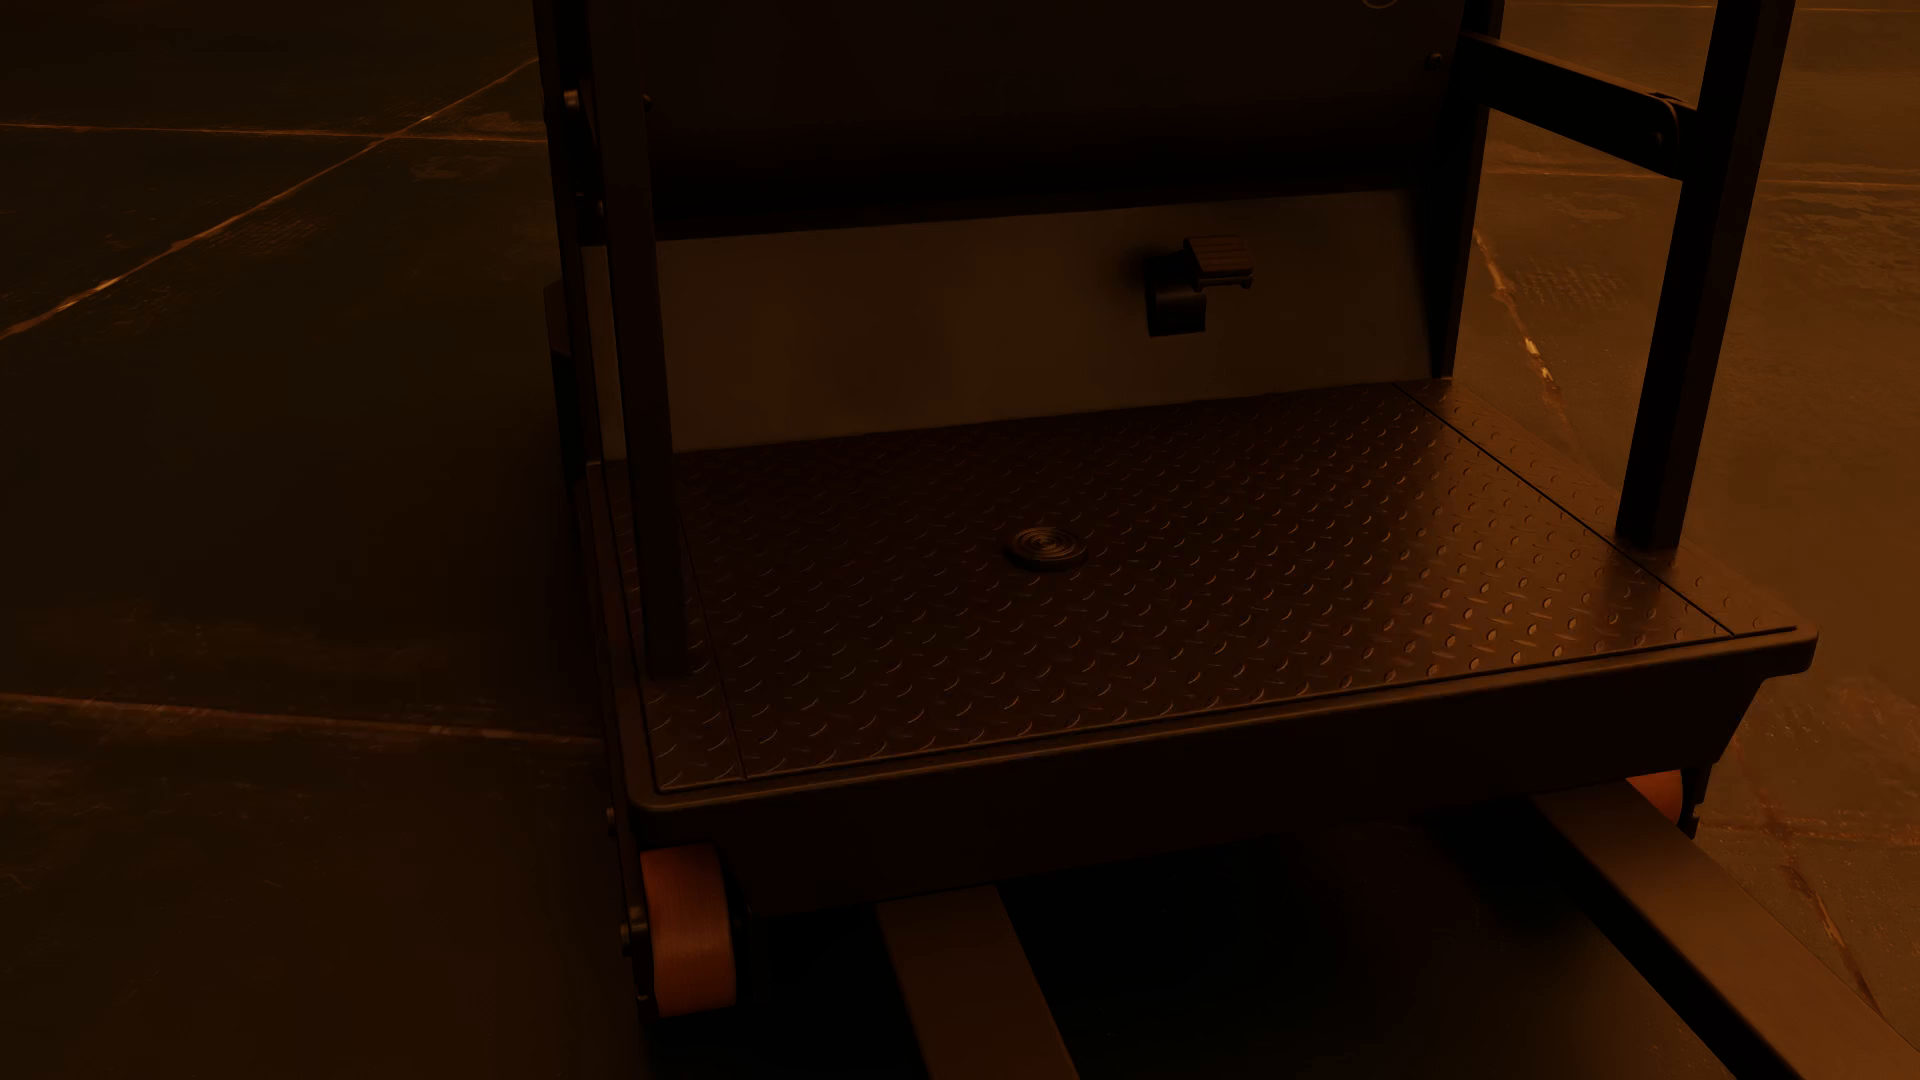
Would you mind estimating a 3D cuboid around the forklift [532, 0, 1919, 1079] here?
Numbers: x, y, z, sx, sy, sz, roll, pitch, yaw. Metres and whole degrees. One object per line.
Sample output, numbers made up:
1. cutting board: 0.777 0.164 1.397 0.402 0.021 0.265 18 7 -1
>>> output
1. forklift: 0.153 -1.049 1.319 1.130 2.935 3.031 -7 27 -13
